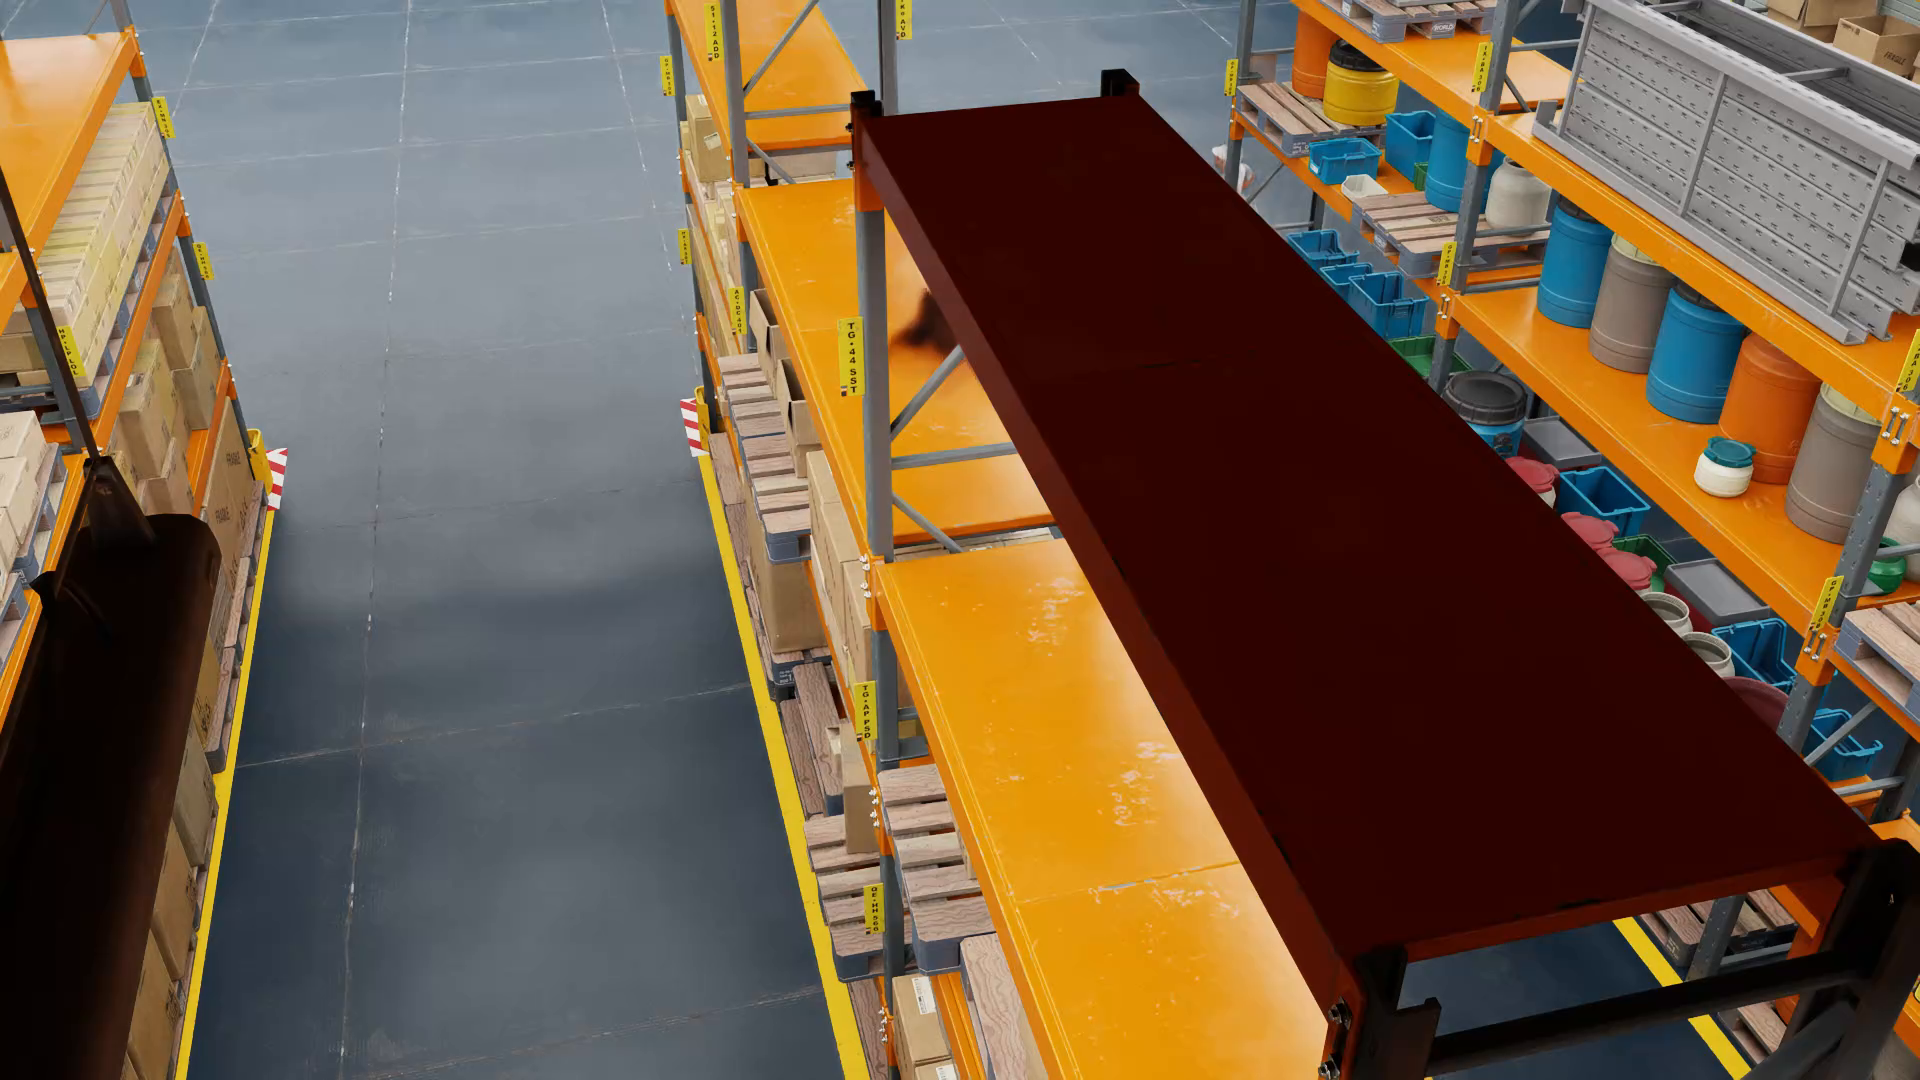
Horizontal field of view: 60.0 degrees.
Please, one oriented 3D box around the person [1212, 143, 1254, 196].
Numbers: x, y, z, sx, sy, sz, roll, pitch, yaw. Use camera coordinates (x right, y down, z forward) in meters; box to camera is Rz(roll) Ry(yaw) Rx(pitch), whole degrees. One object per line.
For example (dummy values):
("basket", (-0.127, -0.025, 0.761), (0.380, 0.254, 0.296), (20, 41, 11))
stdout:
("person", (2.801, -3.316, 17.374), (0.825, 1.776, 0.729), (9, 35, 13))
